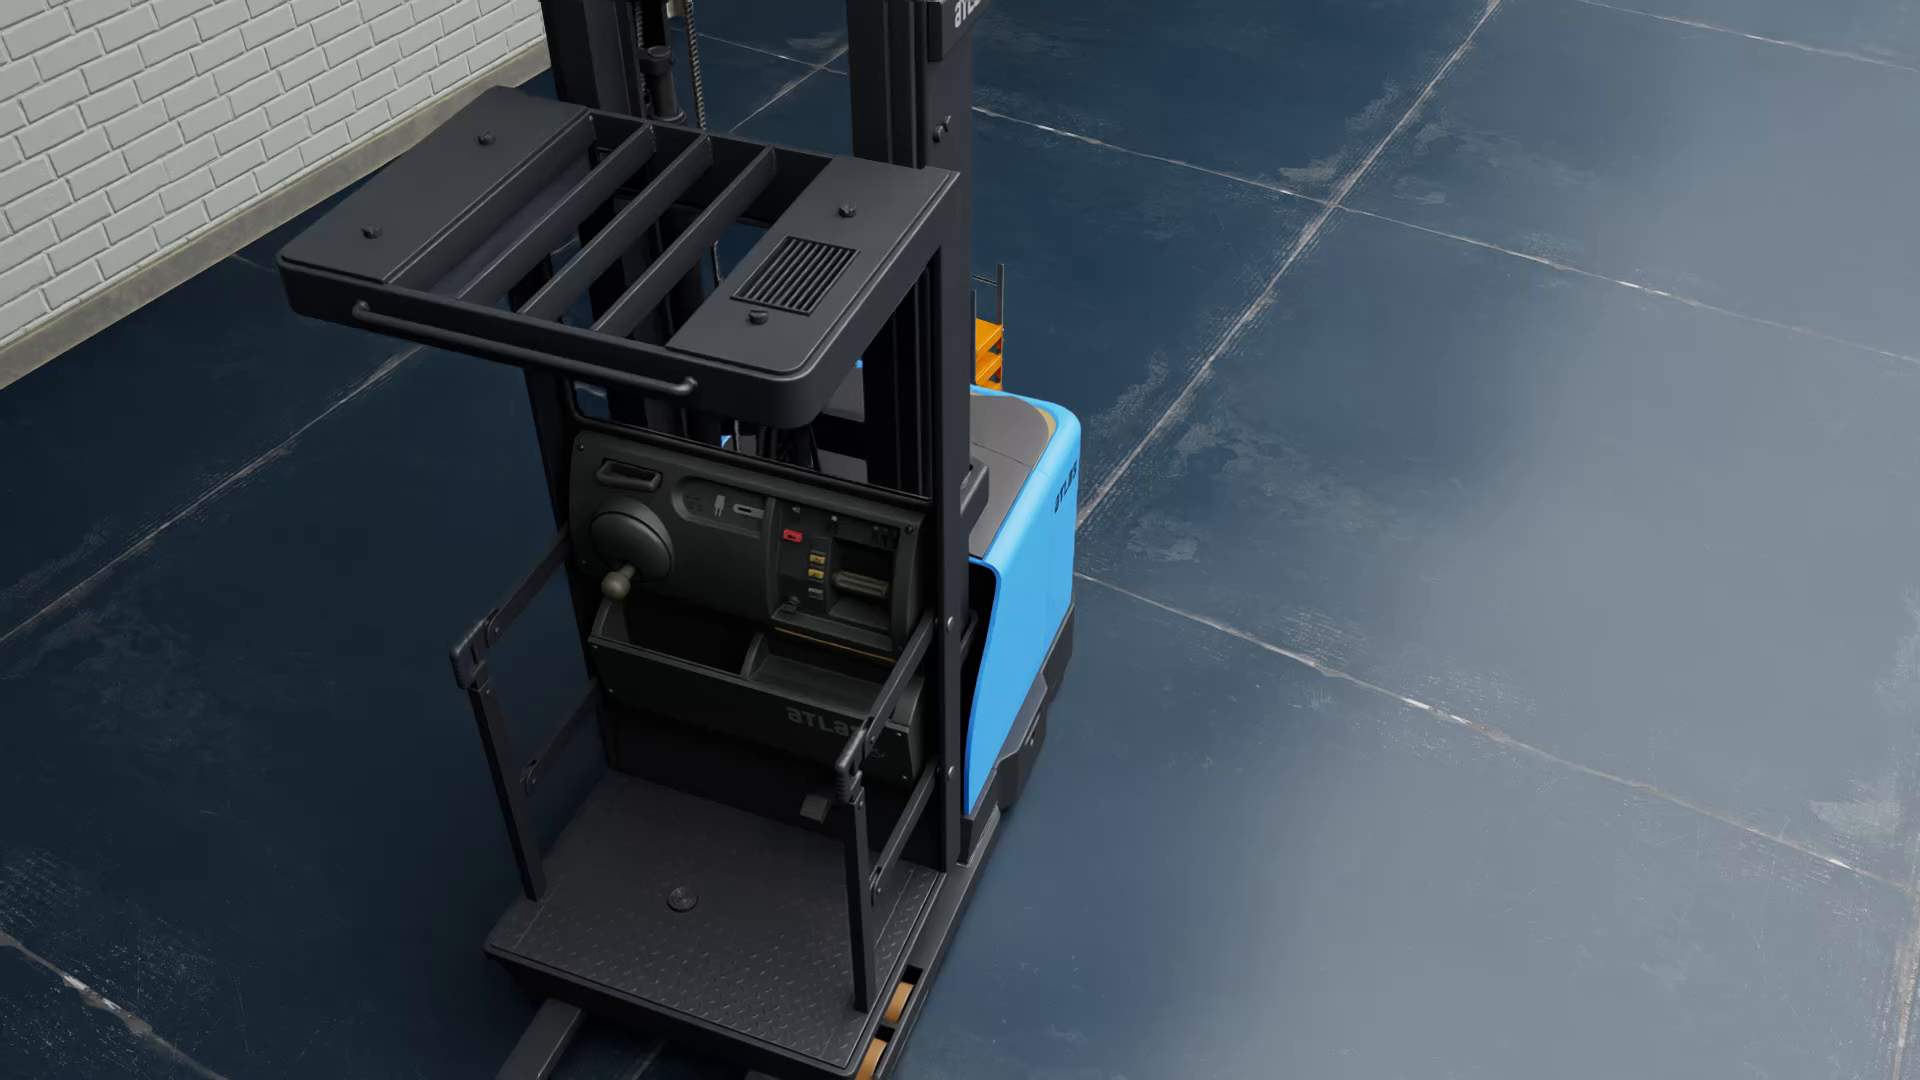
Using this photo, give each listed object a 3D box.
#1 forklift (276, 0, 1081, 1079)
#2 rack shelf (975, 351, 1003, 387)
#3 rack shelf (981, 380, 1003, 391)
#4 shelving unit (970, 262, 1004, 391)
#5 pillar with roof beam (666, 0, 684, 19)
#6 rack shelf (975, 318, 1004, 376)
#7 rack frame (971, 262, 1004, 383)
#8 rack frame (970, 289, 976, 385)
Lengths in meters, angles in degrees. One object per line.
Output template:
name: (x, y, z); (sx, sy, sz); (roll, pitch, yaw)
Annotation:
forklift: (-0.613, 0.099, 3.920); (1.130, 2.935, 3.031); (14, 43, 15)
rack shelf: (-0.007, -0.589, 5.715); (0.258, 0.103, 0.180); (21, 45, 22)
rack shelf: (-0.007, -0.499, 5.794); (0.258, 0.103, 0.180); (21, 45, 22)
shelving unit: (-0.007, -0.442, 5.844); (0.258, 1.200, 0.189); (21, 45, 22)
pillar with roof beam: (1.931, -4.969, 5.083); (9.100, 9.000, 0.400); (21, 45, 22)
rack shelf: (-0.007, -0.679, 5.636); (0.258, 0.103, 0.180); (21, 45, 22)
rack frame: (0.039, -0.494, 5.904); (0.240, 1.200, 0.006); (21, 45, 22)
rack frame: (-0.053, -0.390, 5.785); (0.240, 1.200, 0.006); (21, 45, 22)
